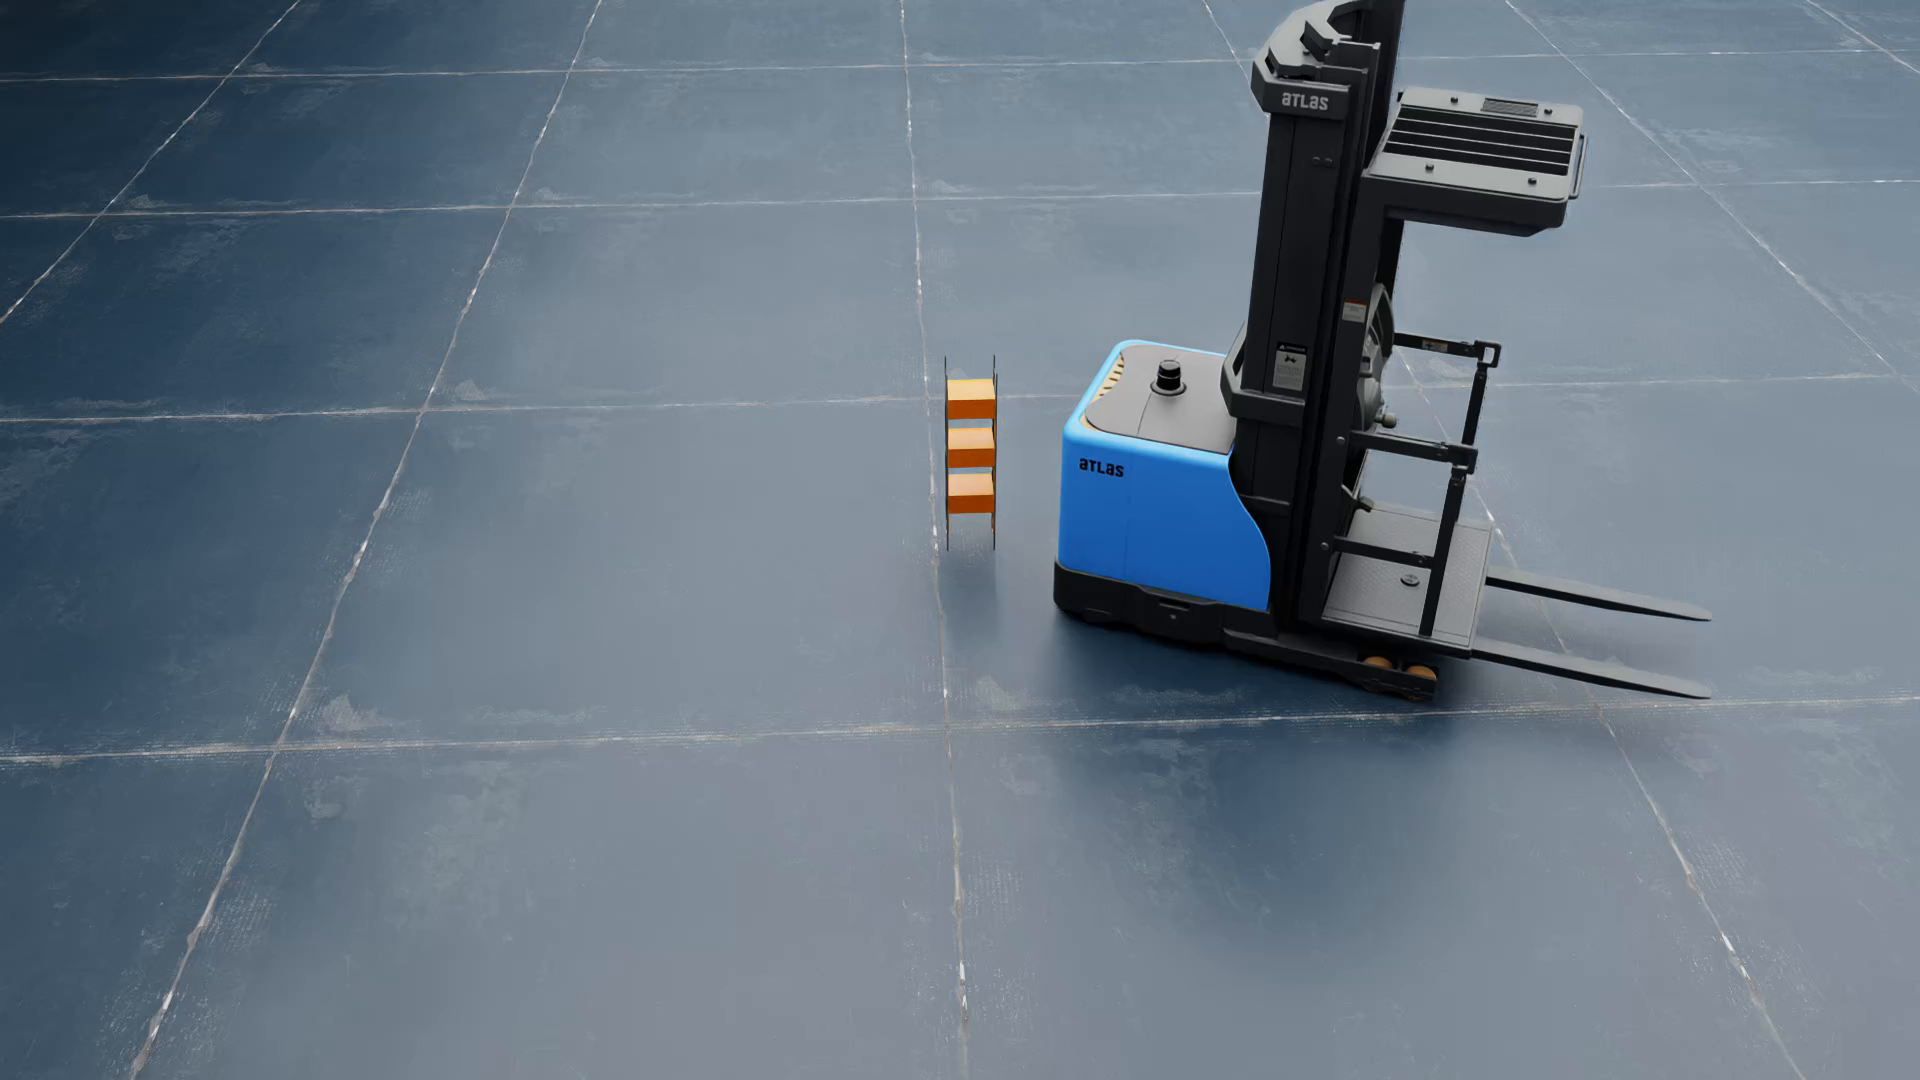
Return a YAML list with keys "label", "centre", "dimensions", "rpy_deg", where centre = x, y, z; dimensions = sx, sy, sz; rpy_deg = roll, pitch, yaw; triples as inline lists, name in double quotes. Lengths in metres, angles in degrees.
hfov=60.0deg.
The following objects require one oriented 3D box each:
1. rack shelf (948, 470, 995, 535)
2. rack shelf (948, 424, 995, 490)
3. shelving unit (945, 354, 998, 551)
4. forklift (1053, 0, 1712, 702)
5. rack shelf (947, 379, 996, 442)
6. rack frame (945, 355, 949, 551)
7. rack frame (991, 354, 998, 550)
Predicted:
- label: "rack shelf"
  centre: [0.053, -0.196, 8.654]
  dimensions: [0.240, 0.259, 0.215]
  rpy_deg: [-2, 35, -2]
- label: "rack shelf"
  centre: [0.053, -0.424, 8.496]
  dimensions: [0.240, 0.259, 0.215]
  rpy_deg: [-2, 35, -2]
- label: "shelving unit"
  centre: [0.053, -0.433, 8.490]
  dimensions: [0.252, 1.050, 0.215]
  rpy_deg: [-2, 35, -2]
- label: "forklift"
  centre: [2.034, -0.799, 7.366]
  dimensions: [3.031, 2.935, 1.130]
  rpy_deg: [12, 36, 17]
- label: "rack shelf"
  centre: [0.053, -0.658, 8.334]
  dimensions: [0.240, 0.259, 0.215]
  rpy_deg: [-2, 35, -2]
- label: "rack frame"
  centre: [-0.068, -0.430, 8.485]
  dimensions: [0.008, 1.050, 0.200]
  rpy_deg: [-2, 35, -2]
- label: "rack frame"
  centre: [0.175, -0.436, 8.494]
  dimensions: [0.008, 1.050, 0.200]
  rpy_deg: [-2, 35, -2]
